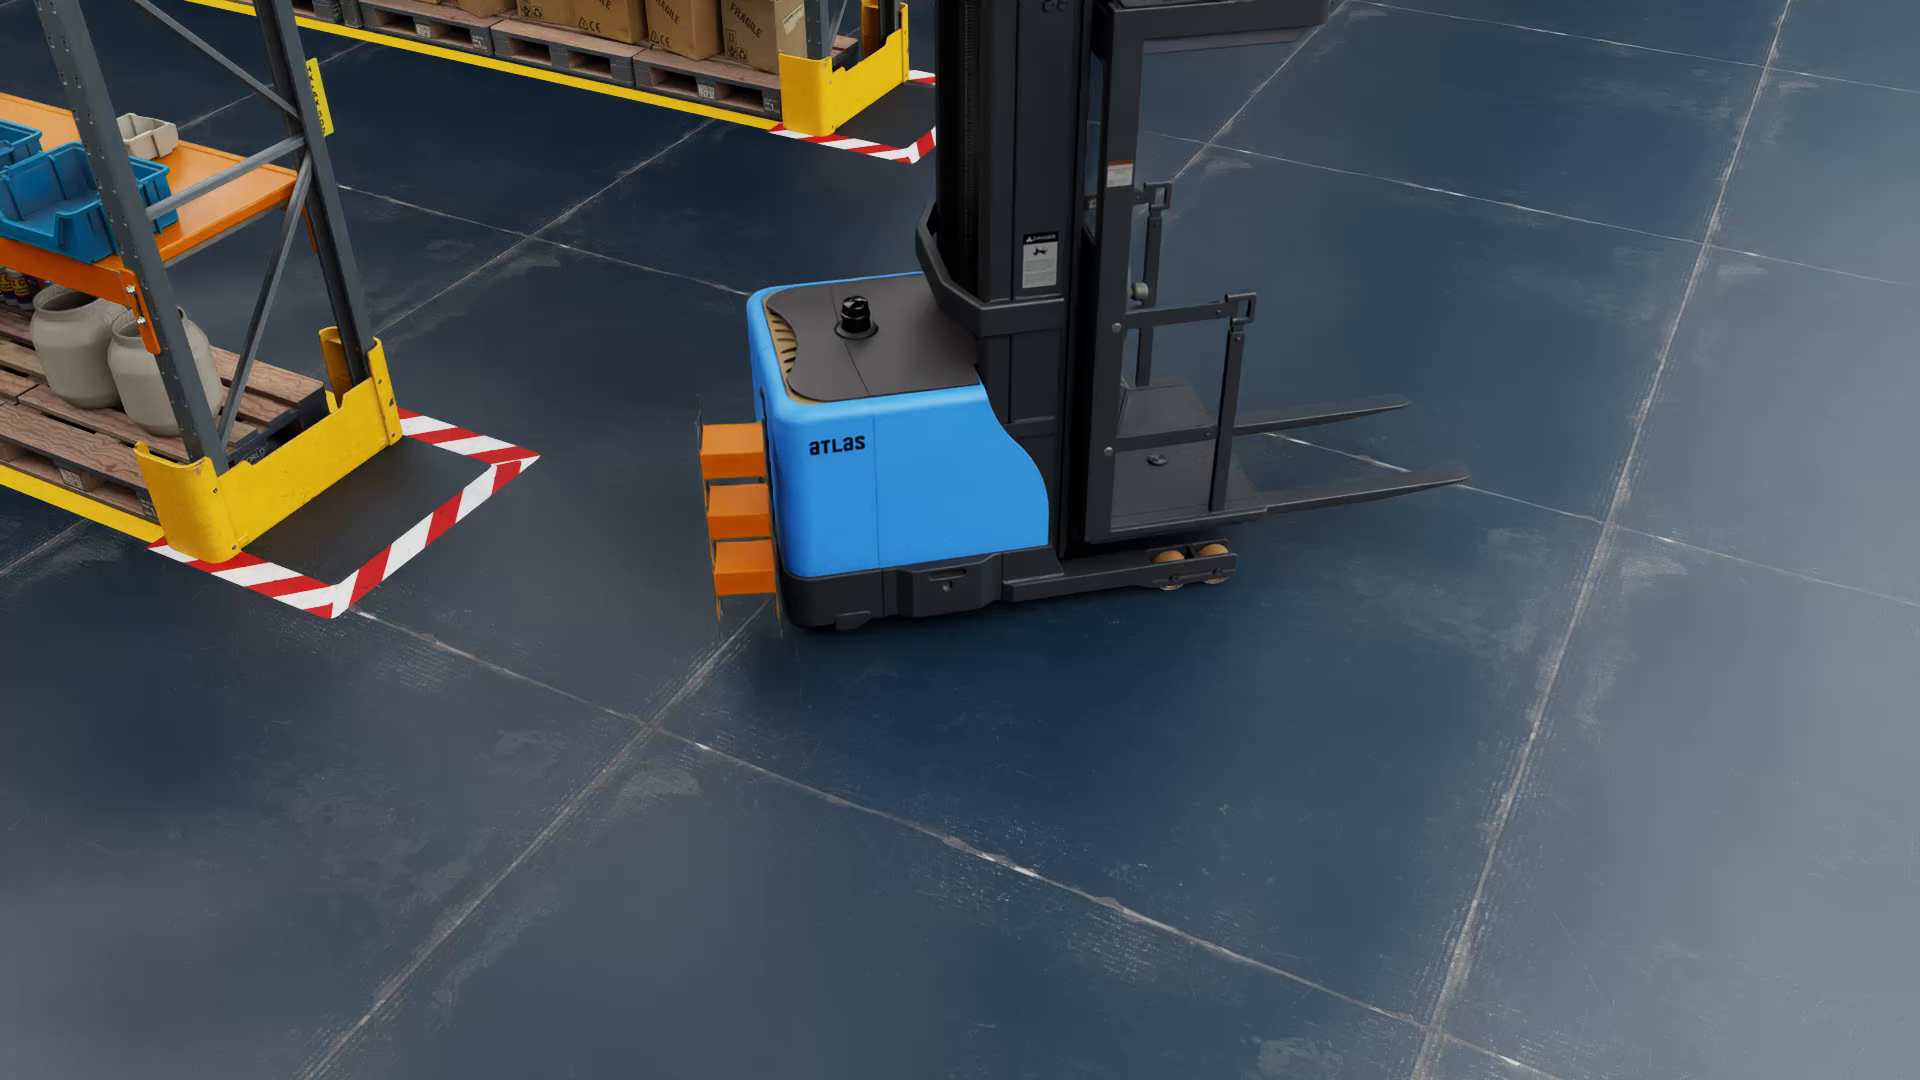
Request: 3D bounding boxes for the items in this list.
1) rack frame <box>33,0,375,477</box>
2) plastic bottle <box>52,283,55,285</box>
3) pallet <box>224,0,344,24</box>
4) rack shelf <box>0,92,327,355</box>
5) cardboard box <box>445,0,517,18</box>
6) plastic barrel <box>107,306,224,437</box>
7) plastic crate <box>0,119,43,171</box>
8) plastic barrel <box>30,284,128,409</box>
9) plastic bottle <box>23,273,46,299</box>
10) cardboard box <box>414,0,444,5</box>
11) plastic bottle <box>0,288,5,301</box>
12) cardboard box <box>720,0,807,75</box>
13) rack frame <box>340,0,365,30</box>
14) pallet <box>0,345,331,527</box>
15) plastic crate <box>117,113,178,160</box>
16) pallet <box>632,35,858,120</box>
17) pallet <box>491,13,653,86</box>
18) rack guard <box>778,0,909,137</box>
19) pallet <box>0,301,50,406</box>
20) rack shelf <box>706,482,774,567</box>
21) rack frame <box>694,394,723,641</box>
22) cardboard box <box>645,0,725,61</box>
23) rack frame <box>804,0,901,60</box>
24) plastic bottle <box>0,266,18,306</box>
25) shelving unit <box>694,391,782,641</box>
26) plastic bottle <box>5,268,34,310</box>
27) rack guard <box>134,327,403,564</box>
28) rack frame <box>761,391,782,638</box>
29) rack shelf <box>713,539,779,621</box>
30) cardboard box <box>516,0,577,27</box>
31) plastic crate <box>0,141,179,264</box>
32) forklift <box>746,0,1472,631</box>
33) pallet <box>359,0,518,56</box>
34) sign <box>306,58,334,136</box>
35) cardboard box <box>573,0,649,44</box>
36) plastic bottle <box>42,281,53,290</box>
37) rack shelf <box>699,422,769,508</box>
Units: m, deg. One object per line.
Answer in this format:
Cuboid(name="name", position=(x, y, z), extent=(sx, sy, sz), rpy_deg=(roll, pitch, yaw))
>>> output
Cuboid(name="rack frame", position=(-2.959, -1.445, 6.673), extent=(0.127, 3.000, 1.000), rpy_deg=(17, 41, 21))
Cuboid(name="plastic bottle", position=(-4.425, -1.205, 8.249), extent=(0.097, 0.271, 0.097), rpy_deg=(0, 37, 0))
Cuboid(name="pallet", position=(-4.925, -4.321, 12.768), extent=(1.213, 0.211, 1.003), rpy_deg=(17, 41, 21))
Cuboid(name="rack shelf", position=(-4.735, -1.714, 7.623), extent=(4.000, 0.370, 1.077), rpy_deg=(17, 41, 21))
Cuboid(name="cardboard box", position=(-3.384, -4.100, 11.890), extent=(0.500, 0.500, 0.500), rpy_deg=(-30, 47, -34))
Cuboid(name="plastic barrel", position=(-3.578, -0.763, 7.485), extent=(0.421, 0.512, 0.421), rpy_deg=(0, 37, 0))
Cuboid(name="plastic crate", position=(-4.115, -1.548, 6.931), extent=(0.408, 0.251, 0.499), rpy_deg=(17, 41, 21))
Cuboid(name="plastic barrel", position=(-4.023, -0.903, 7.668), extent=(0.421, 0.512, 0.421), rpy_deg=(0, 37, 0))
Cuboid(name="plastic bottle", position=(-4.618, -1.282, 8.341), extent=(0.133, 0.283, 0.061), rpy_deg=(18, 41, 22))
Cuboid(name="cardboard box", position=(-3.896, -4.255, 12.095), extent=(0.500, 0.500, 0.500), rpy_deg=(16, 40, 20))
Cuboid(name="plastic bottle", position=(-4.907, -1.328, 8.469), extent=(0.097, 0.201, 0.097), rpy_deg=(0, 37, 0))
Cuboid(name="cardboard box", position=(-1.228, -3.458, 11.045), extent=(0.500, 0.500, 0.500), rpy_deg=(25, 44, 29))
Cuboid(name="rack frame", position=(-4.233, -5.216, 11.641), extent=(0.127, 3.000, 1.000), rpy_deg=(17, 41, 21))
Cuboid(name="pallet", position=(-3.767, -0.559, 7.812), extent=(1.213, 0.211, 1.003), rpy_deg=(17, 41, 21))
Cuboid(name="plastic crate", position=(-3.605, -1.761, 7.308), extent=(0.250, 0.136, 0.298), rpy_deg=(17, 41, 21))
Cuboid(name="pallet", position=(-1.454, -3.259, 11.369), extent=(1.213, 0.211, 1.003), rpy_deg=(17, 41, 21))
Cuboid(name="pallet", position=(-2.533, -3.599, 11.817), extent=(1.213, 0.211, 1.003), rpy_deg=(17, 41, 21))
Cuboid(name="rack guard", position=(-0.748, -3.130, 10.959), extent=(0.348, 0.500, 1.175), rpy_deg=(17, 41, 21))
Cuboid(name="pallet", position=(-4.846, -0.899, 8.259), extent=(1.213, 0.211, 1.003), rpy_deg=(17, 41, 21))
Cuboid(name="rack shelf", position=(-0.854, -0.067, 6.488), extent=(0.240, 0.259, 0.215), rpy_deg=(-3, 37, -4))
Cuboid(name="rack frame", position=(-0.976, -0.069, 6.473), extent=(0.008, 1.050, 0.200), rpy_deg=(-3, 37, -4))
Cuboid(name="cardboard box", position=(-1.774, -3.606, 11.240), extent=(0.500, 0.500, 0.500), rpy_deg=(29, 46, 33))
Cuboid(name="rack frame", position=(-0.681, -4.104, 10.176), extent=(0.127, 3.000, 1.000), rpy_deg=(17, 41, 21))
Cuboid(name="plastic bottle", position=(-4.819, -1.328, 8.411), extent=(0.097, 0.271, 0.097), rpy_deg=(0, 37, 0))
Cuboid(name="shelving unit", position=(-0.854, -0.076, 6.482), extent=(0.252, 1.050, 0.215), rpy_deg=(-3, 37, -4))
Cuboid(name="plastic bottle", position=(-4.730, -1.300, 8.375), extent=(0.097, 0.271, 0.097), rpy_deg=(0, 37, 0))
Cuboid(name="rack guard", position=(-3.048, -0.445, 7.423), extent=(0.348, 0.500, 1.175), rpy_deg=(17, 41, 21))
Cuboid(name="rack frame", position=(-0.733, -0.082, 6.490), extent=(0.008, 1.050, 0.200), rpy_deg=(-3, 37, -4))
Cuboid(name="rack shelf", position=(-0.854, 0.154, 6.656), extent=(0.240, 0.259, 0.215), rpy_deg=(-3, 37, -4))
Cuboid(name="cardboard box", position=(-2.797, -3.970, 11.719), extent=(0.500, 0.500, 0.500), rpy_deg=(14, 39, 18))
Cuboid(name="plastic crate", position=(-3.541, -1.364, 6.689), extent=(0.616, 0.251, 0.499), rpy_deg=(17, 41, 21))
Cuboid(name="forklift", position=(0.682, -1.261, 6.487), extent=(3.031, 2.935, 1.130), rpy_deg=(-8, 38, -10))
Cuboid(name="pallet", position=(-3.620, -3.938, 12.263), extent=(1.213, 0.211, 1.003), rpy_deg=(17, 41, 21))
Cuboid(name="sign", position=(-2.702, -1.849, 6.976), extent=(0.005, 0.325, 0.100), rpy_deg=(17, 41, 21))
Cuboid(name="cardboard box", position=(-2.322, -3.790, 11.483), extent=(0.500, 0.500, 0.500), rpy_deg=(21, 42, 26))
Cuboid(name="plastic bottle", position=(-4.517, -1.206, 8.308), extent=(0.097, 0.201, 0.097), rpy_deg=(0, 37, 0))
Cuboid(name="rack shelf", position=(-0.854, -0.293, 6.316), extent=(0.240, 0.259, 0.215), rpy_deg=(-3, 37, -4))
